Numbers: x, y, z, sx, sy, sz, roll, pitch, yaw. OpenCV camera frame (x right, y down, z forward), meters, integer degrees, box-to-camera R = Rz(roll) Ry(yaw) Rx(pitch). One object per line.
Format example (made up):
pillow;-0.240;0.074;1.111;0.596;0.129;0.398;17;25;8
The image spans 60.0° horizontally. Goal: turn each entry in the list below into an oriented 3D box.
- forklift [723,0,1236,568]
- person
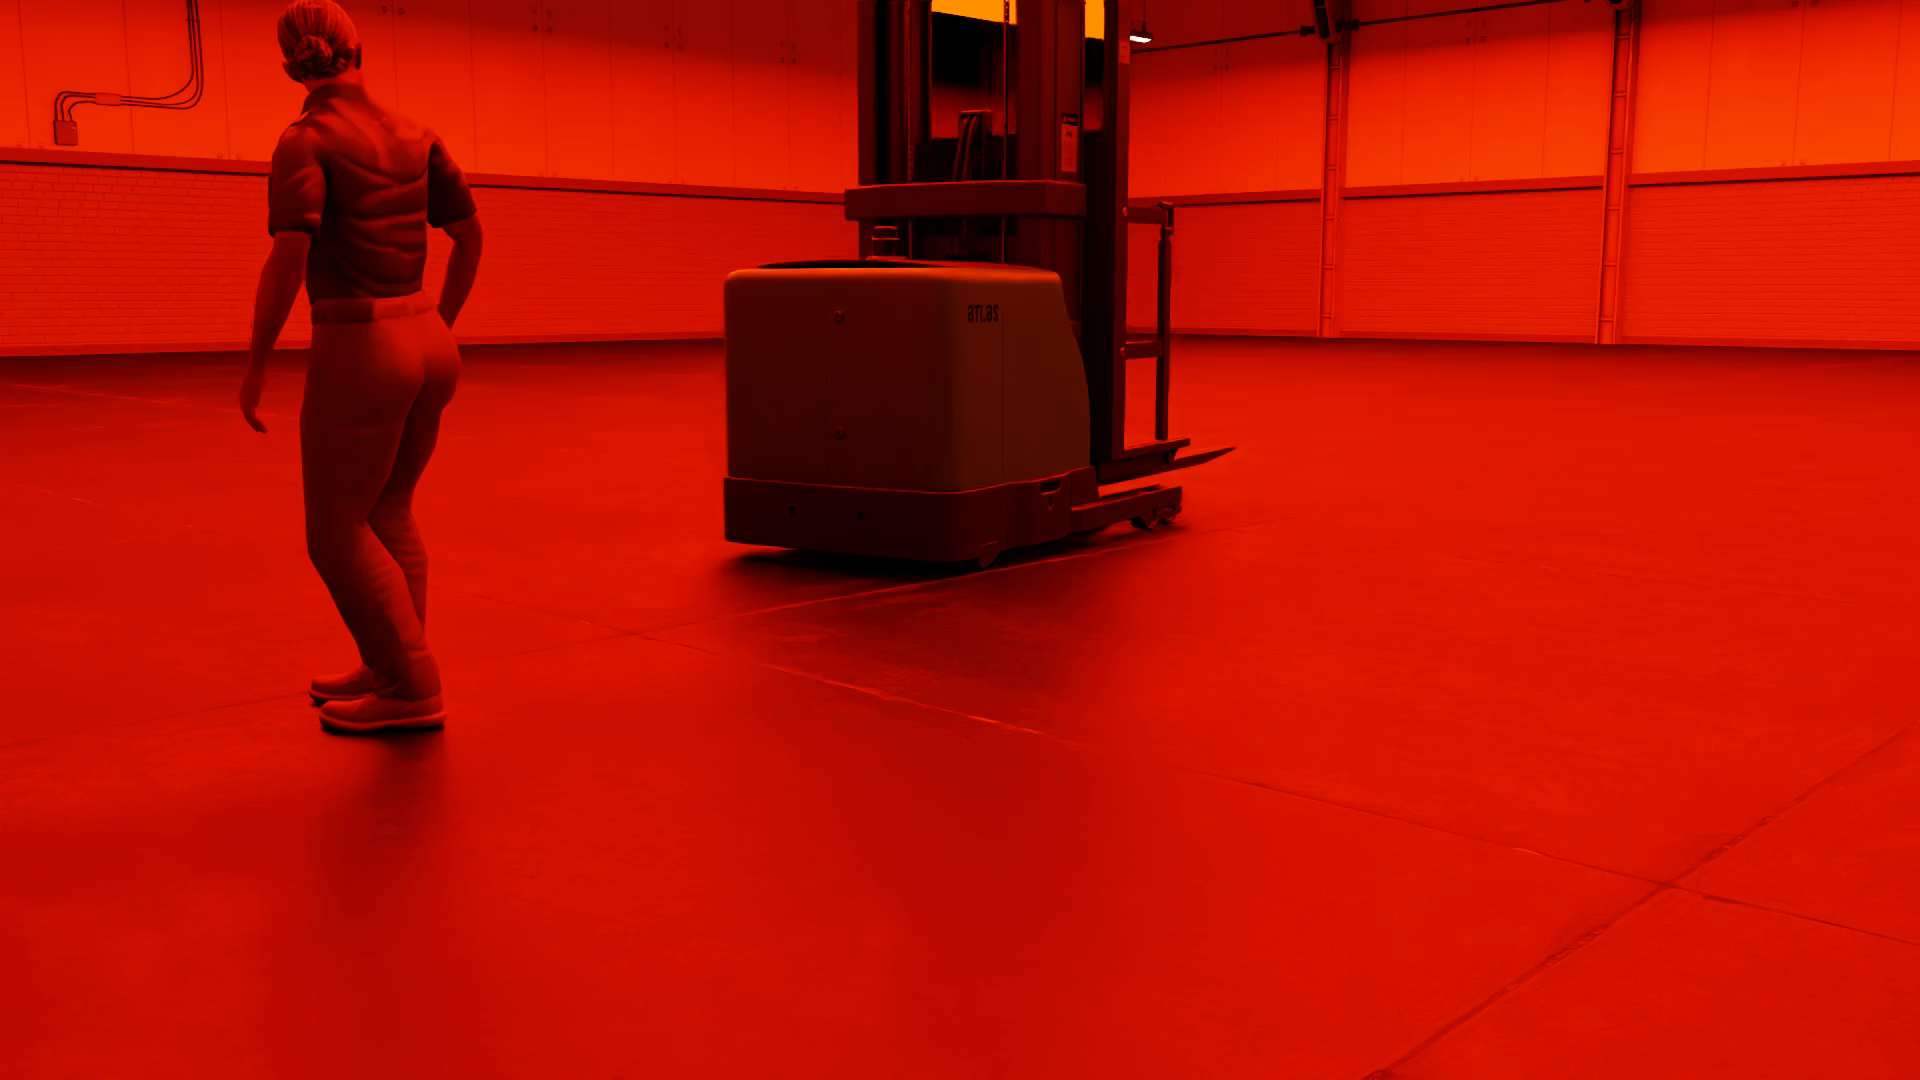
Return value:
forklift;0.308;-1.528;7.024;1.130;2.935;3.031;5;10;31
person;-1.408;-0.387;3.803;0.471;1.638;0.664;2;9;16
